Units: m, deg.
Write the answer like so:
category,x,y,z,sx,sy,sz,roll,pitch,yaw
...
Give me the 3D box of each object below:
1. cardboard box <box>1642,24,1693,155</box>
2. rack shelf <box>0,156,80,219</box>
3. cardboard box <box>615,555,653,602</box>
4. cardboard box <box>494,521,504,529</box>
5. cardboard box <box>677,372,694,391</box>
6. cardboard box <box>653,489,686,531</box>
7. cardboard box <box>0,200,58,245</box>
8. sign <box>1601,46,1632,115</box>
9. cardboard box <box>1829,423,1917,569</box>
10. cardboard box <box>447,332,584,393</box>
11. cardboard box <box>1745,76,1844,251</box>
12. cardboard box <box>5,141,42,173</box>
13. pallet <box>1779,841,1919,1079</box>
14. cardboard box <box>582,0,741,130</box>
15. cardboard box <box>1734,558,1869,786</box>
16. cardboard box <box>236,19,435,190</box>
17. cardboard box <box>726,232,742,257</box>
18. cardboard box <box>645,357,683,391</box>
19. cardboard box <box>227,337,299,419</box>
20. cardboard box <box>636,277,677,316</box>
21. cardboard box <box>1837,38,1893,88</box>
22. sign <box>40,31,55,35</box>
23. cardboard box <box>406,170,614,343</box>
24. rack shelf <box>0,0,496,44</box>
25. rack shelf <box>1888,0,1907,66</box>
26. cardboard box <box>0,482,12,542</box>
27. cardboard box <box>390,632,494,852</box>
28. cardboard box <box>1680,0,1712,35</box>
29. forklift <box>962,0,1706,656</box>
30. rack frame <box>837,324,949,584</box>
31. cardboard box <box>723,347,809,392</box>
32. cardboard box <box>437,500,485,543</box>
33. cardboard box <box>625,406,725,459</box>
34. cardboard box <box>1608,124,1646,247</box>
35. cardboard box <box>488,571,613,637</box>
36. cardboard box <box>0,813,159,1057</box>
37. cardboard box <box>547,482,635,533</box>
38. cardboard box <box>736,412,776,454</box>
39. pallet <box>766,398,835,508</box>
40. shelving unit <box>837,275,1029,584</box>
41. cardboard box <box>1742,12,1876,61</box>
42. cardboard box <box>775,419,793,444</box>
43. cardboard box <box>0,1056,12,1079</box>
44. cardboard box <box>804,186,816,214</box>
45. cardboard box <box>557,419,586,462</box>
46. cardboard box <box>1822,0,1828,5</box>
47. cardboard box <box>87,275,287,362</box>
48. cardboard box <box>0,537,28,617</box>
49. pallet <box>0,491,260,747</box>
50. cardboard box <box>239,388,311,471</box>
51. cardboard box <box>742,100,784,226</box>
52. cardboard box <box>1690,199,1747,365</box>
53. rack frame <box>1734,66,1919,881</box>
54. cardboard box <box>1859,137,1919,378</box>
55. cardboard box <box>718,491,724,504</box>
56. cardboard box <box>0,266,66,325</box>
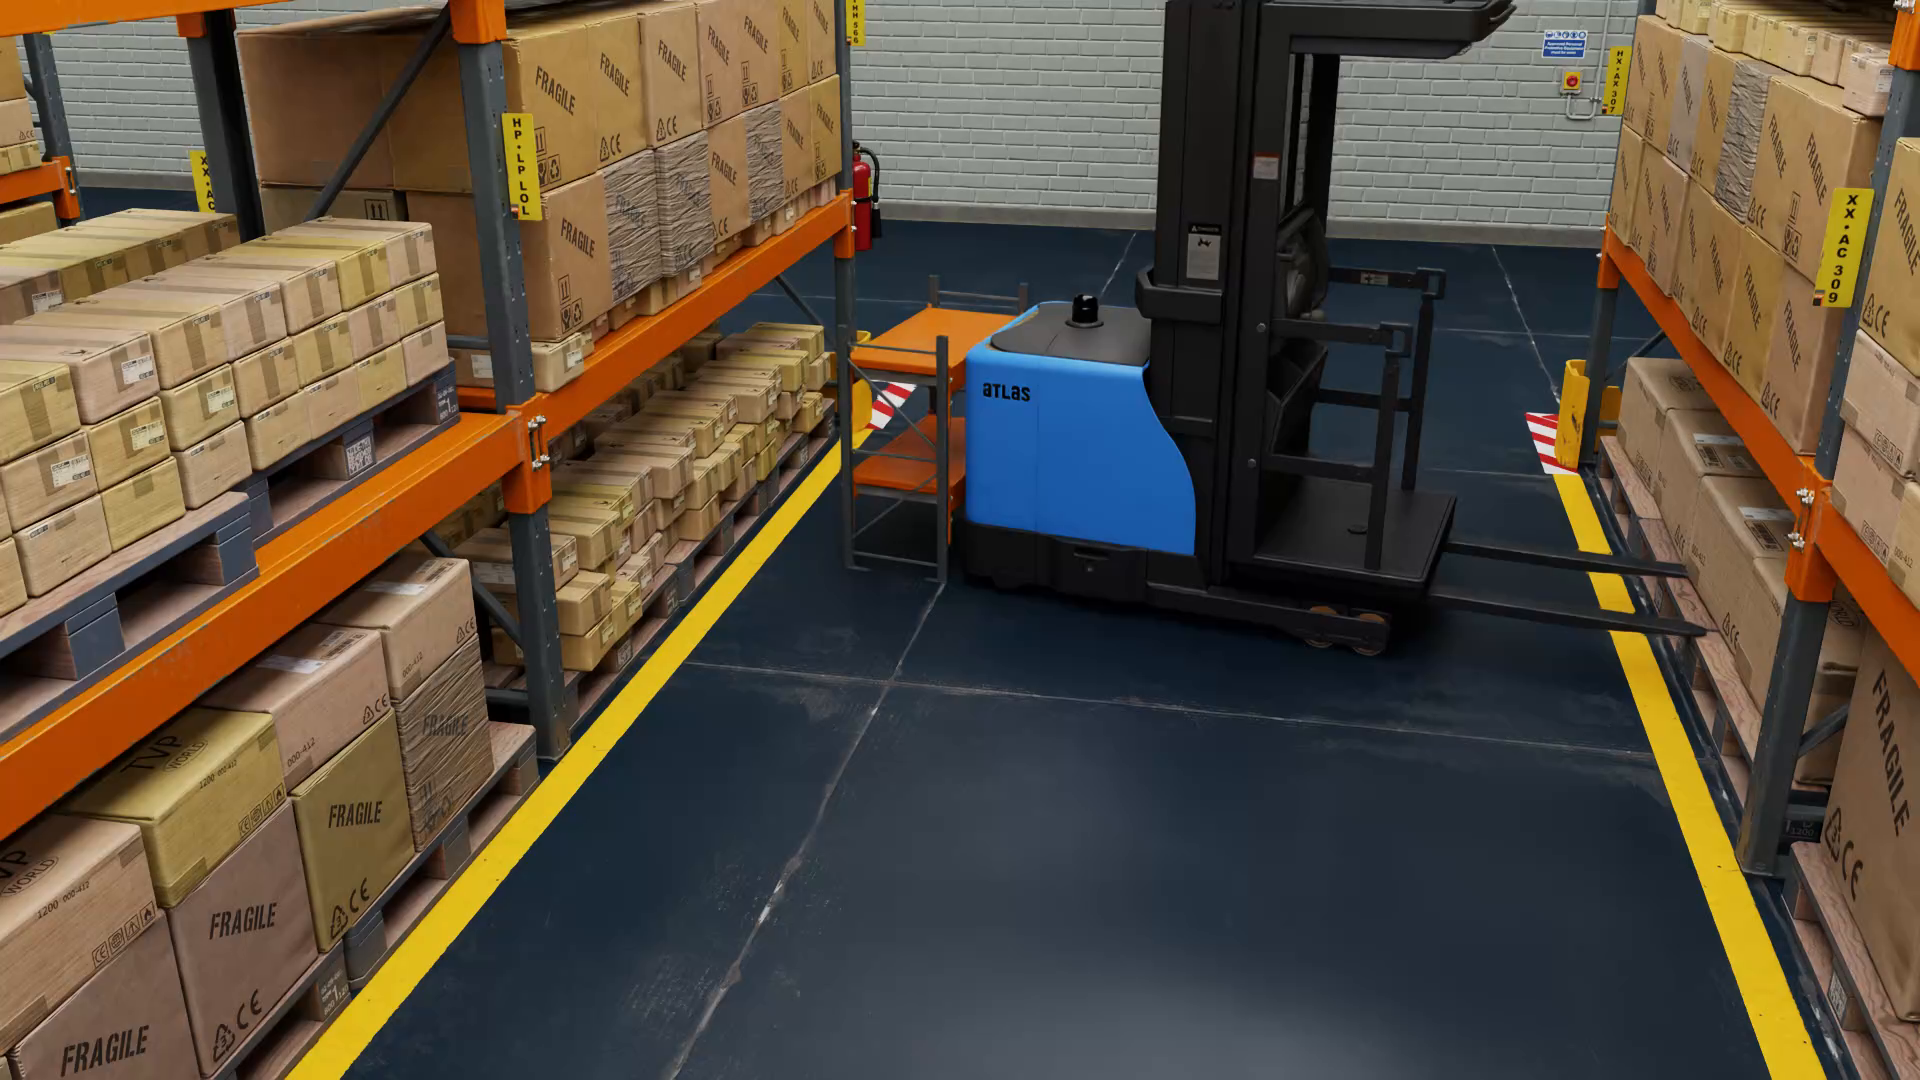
category,x,y,z,sx,sy,sz,roll,pitch,yaw
cardboard box,3.305,-1.949,7.206,0.500,0.500,0.500,4,22,9
rack shelf,-6.330,-1.473,8.458,1.077,0.370,4.000,4,22,11
cardboard box,-1.460,0.167,6.679,0.380,0.149,0.250,4,22,11
cardboard box,-2.069,-0.009,6.717,0.380,0.149,0.250,4,22,9
cardboard box,-1.519,-0.769,8.604,0.380,0.149,0.250,5,22,12
cardboard box,-1.400,-0.167,7.109,0.380,0.149,0.250,6,23,13
cardboard box,-5.974,-1.507,9.862,0.875,0.875,0.875,4,22,11
sign,3.238,-2.265,8.198,0.100,0.325,0.005,4,22,11
cardboard box,2.616,-0.109,4.311,0.500,0.250,0.500,4,22,10
cardboard box,-1.525,-0.622,5.719,0.380,0.149,0.250,5,23,13
cardboard box,2.901,-1.208,5.367,0.500,0.500,0.500,4,22,10
cardboard box,-5.672,-2.266,9.801,0.380,0.149,0.250,5,22,12
pallet,2.880,1.262,4.438,1.003,0.211,1.213,4,22,11
cardboard box,-1.242,-2.015,6.971,0.500,0.500,0.500,4,22,9
cardboard box,3.197,0.453,5.582,0.875,0.438,0.875,4,22,10
cardboard box,-2.072,-1.501,5.694,0.500,0.500,0.500,4,22,9
cardboard box,-1.225,-1.401,7.654,0.380,0.149,0.250,4,22,9
cardboard box,-1.611,-0.816,8.323,0.380,0.149,0.250,3,22,8
cardboard box,-1.948,-0.428,4.278,0.380,0.149,0.250,4,22,9
cardboard box,-1.365,-1.010,6.683,0.380,0.149,0.250,5,22,12
cardboard box,2.936,-1.446,5.089,0.380,0.149,0.250,4,22,11
sign,-5.393,-3.139,9.764,0.100,0.325,0.005,4,22,11
cardboard box,-1.555,-1.006,5.805,0.500,0.500,0.500,4,22,10
rack shelf,-2.311,-0.986,3.235,1.077,0.370,4.000,4,22,11
rack shelf,3.372,-2.109,6.022,1.077,0.370,4.000,4,22,11
cardboard box,-2.162,-0.046,3.328,0.380,0.149,0.250,4,22,10
cardboard box,-1.807,0.595,5.146,0.500,0.500,0.500,4,22,10
cardboard box,3.251,-2.200,6.960,0.380,0.149,0.250,4,22,9
forklift,1.576,-1.120,6.710,3.031,2.935,1.130,9,24,20
rack frame,-0.287,-0.364,7.253,0.500,1.125,0.032,8,23,20
cardboard box,-0.982,-0.866,8.447,0.380,0.149,0.250,4,22,10
cardboard box,-2.072,-0.055,6.432,0.380,0.149,0.250,5,22,12
cardboard box,-1.286,-0.488,7.508,0.380,0.149,0.250,5,22,11
cardboard box,3.401,-1.675,7.864,0.500,0.500,0.500,4,22,10
cardboard box,-1.515,0.221,6.144,0.380,0.149,0.250,5,23,13
cardboard box,-2.124,0.820,3.581,0.500,0.250,0.500,5,22,11
cardboard box,-1.512,-0.111,6.572,0.380,0.149,0.250,4,22,10
cardboard box,-1.112,-0.538,8.030,0.380,0.149,0.250,5,22,12
pallet,-1.302,-0.507,8.830,1.003,0.211,1.213,4,22,11
shelving unit,-0.099,-0.541,7.691,0.538,1.125,1.048,8,23,20
cardboard box,3.073,-1.821,6.020,0.380,0.149,0.250,4,22,11
cardboard box,-1.081,-0.595,8.570,0.380,0.149,0.250,4,22,11
cardboard box,-2.226,1.344,3.285,0.500,0.500,0.500,5,22,12
cardboard box,-0.964,-1.778,8.588,0.380,0.149,0.250,4,22,11
cardboard box,-1.891,-0.441,7.391,0.380,0.149,0.250,4,22,9
cardboard box,3.904,-2.252,7.089,0.380,0.149,0.250,4,22,10
cardboard box,-1.955,-0.564,4.216,0.380,0.149,0.250,4,22,11
cardboard box,-2.161,0.091,3.386,0.380,0.149,0.250,5,22,12
pallet,-2.355,0.165,3.686,1.003,0.211,1.213,4,22,11
cardboard box,-1.947,-0.300,4.358,0.380,0.149,0.250,3,22,8
cardboard box,-1.130,-1.749,7.650,0.500,0.500,0.500,5,22,11
cardboard box,2.996,-0.929,6.011,0.500,0.500,0.500,4,22,10
rack frame,2.964,-0.320,4.632,1.000,3.000,0.127,4,22,11
cardboard box,2.593,-0.691,4.081,0.500,0.500,0.500,5,22,12
cardboard box,-1.310,-0.221,7.640,0.380,0.149,0.250,5,22,12
cardboard box,-2.592,-0.618,4.351,0.380,0.149,0.250,4,22,10
